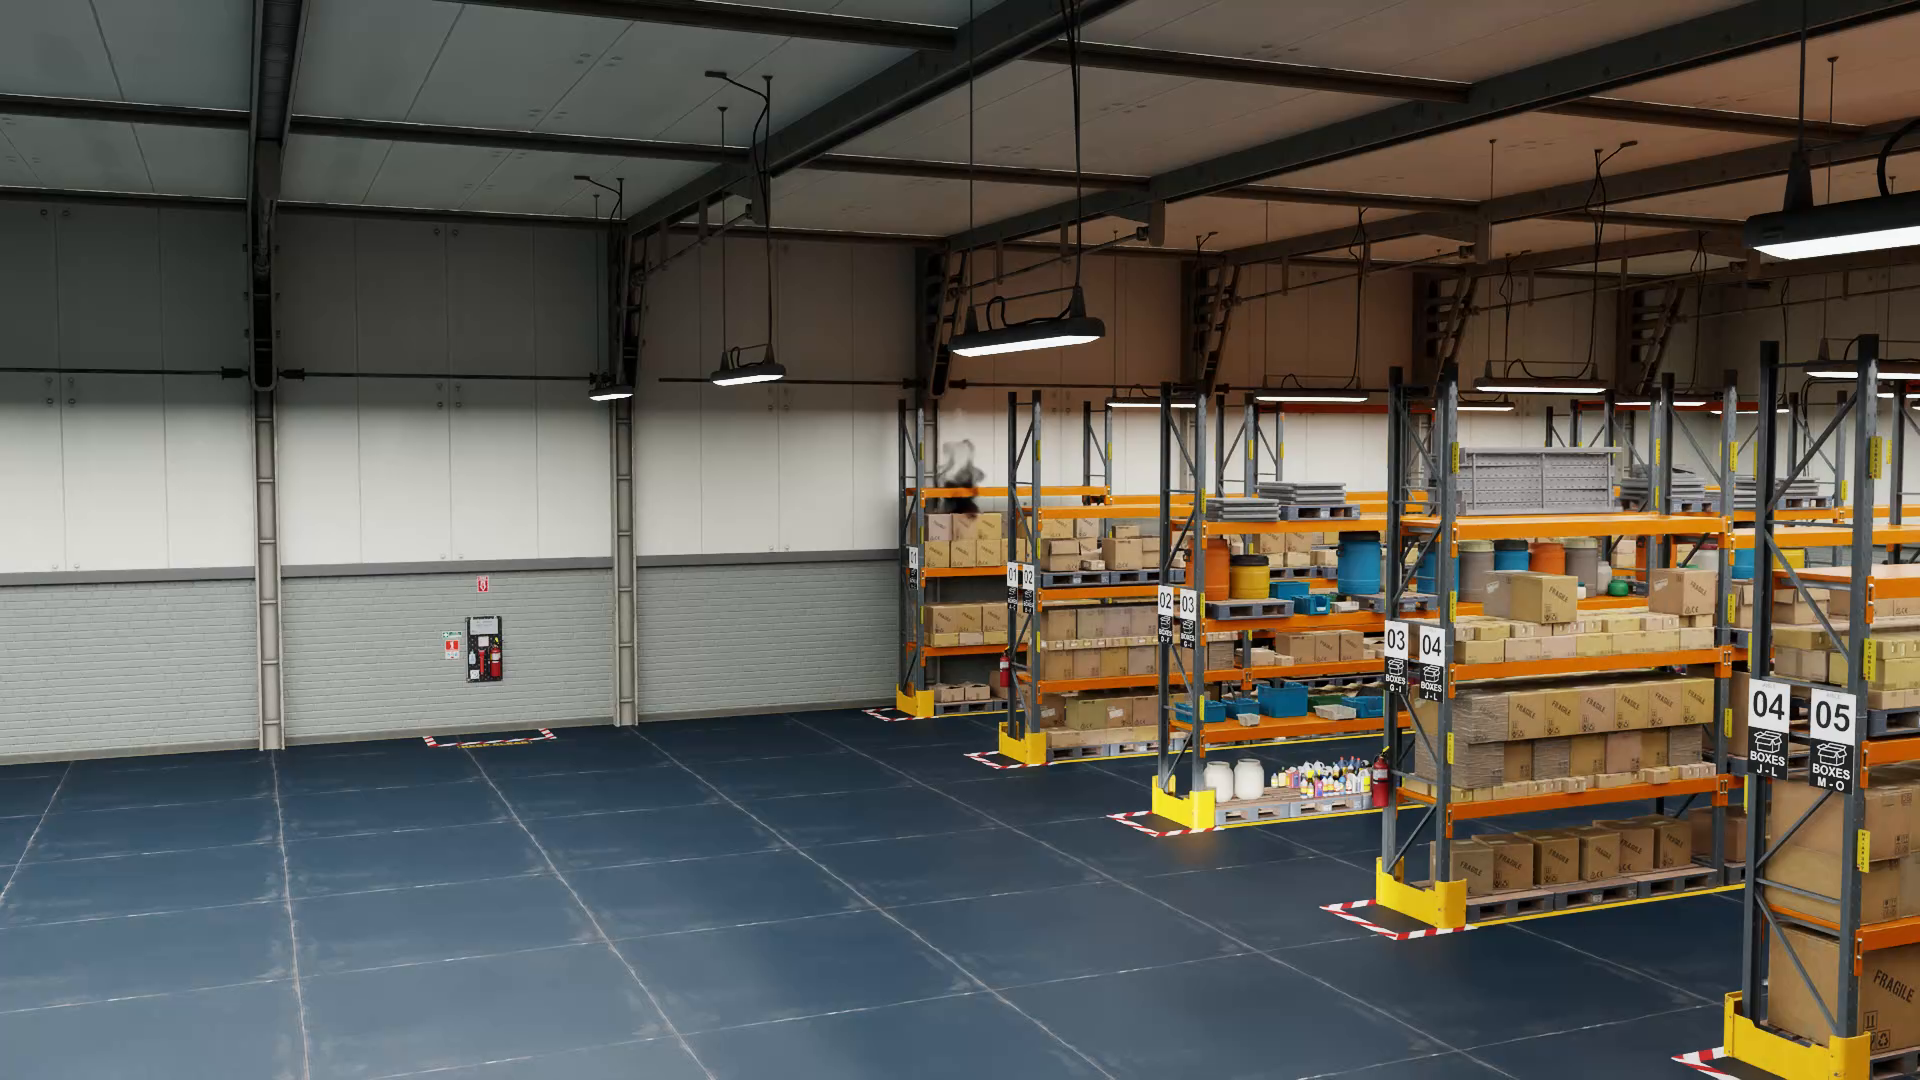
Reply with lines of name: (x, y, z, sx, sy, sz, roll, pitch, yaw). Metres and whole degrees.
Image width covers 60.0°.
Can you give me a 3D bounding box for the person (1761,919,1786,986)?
person: (7.955, 3.440, 15.926, 0.819, 1.570, 0.552, -2, 4, -28)
